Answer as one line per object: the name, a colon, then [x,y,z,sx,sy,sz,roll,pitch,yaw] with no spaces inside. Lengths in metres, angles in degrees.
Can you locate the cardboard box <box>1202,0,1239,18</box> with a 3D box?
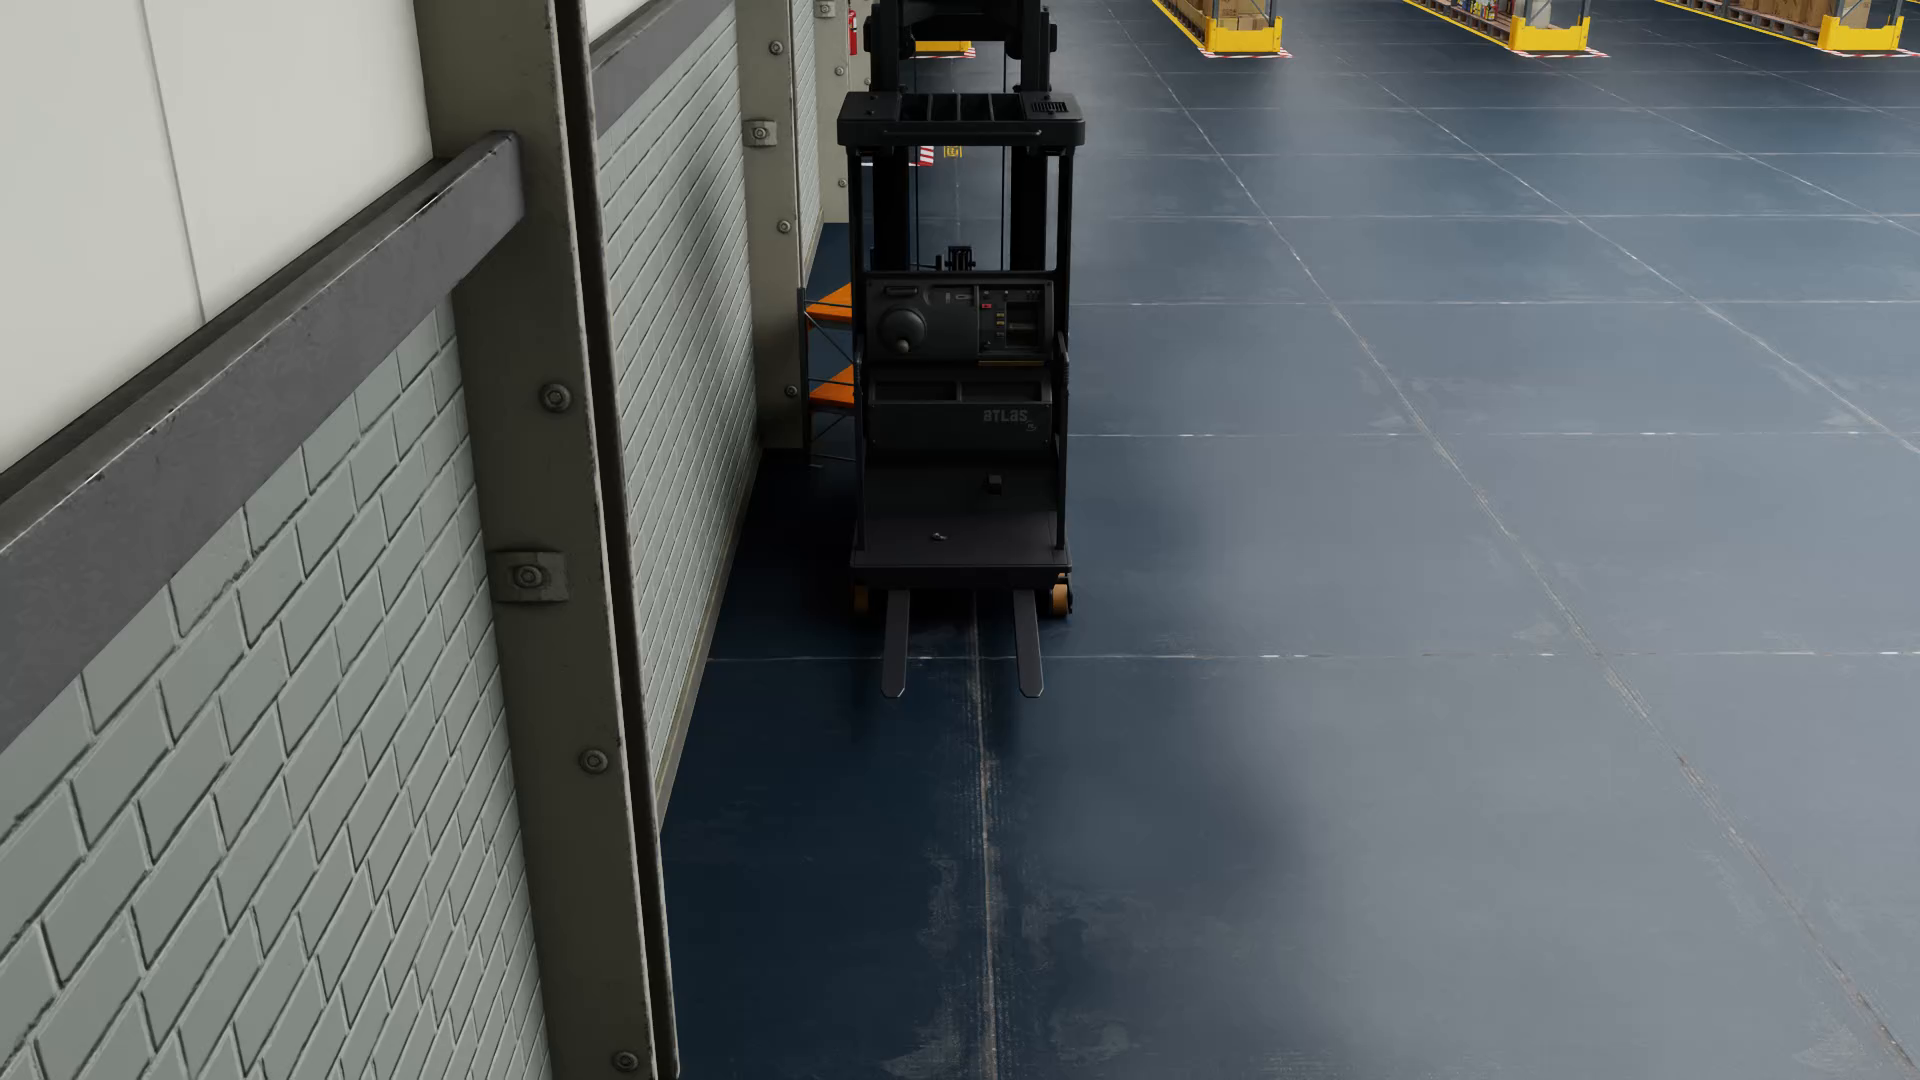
cardboard box: [4.194,-8.688,26.737,0.500,0.500,0.500,0,24,-1]

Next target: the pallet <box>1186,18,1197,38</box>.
pallet: [4.437,-8.734,28.306,1.003,0.211,1.213,0,24,-1]

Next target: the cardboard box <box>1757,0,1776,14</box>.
cardboard box: [14.338,-9.531,29.207,0.500,0.500,0.500,8,25,16]

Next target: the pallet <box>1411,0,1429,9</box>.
pallet: [9.343,-10.414,32.020,1.003,0.211,1.213,0,24,-1]

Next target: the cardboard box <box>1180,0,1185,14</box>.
cardboard box: [4.156,-9.377,29.169,0.500,0.250,0.500,0,24,-1]

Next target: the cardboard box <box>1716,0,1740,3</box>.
cardboard box: [14.374,-10.194,30.650,0.700,0.500,0.500,-2,24,-5]

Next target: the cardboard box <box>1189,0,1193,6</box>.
cardboard box: [4.164,-9.306,28.104,0.500,0.500,0.500,0,24,-1]

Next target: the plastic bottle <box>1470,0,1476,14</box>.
plastic bottle: [8.963,-9.340,29.023,0.061,0.283,0.133,1,24,2]

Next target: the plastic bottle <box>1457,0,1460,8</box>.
plastic bottle: [8.972,-9.681,29.793,0.097,0.271,0.097,0,24,0]

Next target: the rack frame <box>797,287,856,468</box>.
rack frame: [-0.727,-0.937,9.958,0.500,1.125,0.032,10,26,20]

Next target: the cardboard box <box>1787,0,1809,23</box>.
cardboard box: [14.384,-9.045,28.134,0.500,0.500,0.500,2,24,4]

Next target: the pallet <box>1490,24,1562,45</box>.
pallet: [9.399,-8.305,27.356,1.003,0.211,1.213,0,24,-1]

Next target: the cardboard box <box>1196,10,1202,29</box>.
cardboard box: [4.178,-8.553,27.347,0.500,0.250,0.500,0,24,-1]

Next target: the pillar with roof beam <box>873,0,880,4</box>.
pillar with roof beam: [2.976,-12.202,25.309,9.100,9.000,0.400,0,24,-1]

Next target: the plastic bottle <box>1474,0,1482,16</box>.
plastic bottle: [9.007,-9.264,28.773,0.144,0.351,0.185,0,24,-1]

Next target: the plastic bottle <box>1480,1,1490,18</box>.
plastic bottle: [9.015,-9.085,28.468,0.152,0.276,0.135,-1,24,-2]

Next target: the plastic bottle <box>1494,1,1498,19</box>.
plastic bottle: [9.123,-9.031,28.341,0.061,0.283,0.133,0,24,-1]

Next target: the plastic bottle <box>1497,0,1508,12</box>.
plastic bottle: [9.556,-9.463,29.304,0.152,0.276,0.135,0,24,-1]

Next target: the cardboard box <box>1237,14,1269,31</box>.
cardboard box: [4.714,-8.349,26.897,0.500,0.250,0.500,0,24,-1]

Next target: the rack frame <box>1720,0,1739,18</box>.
rack frame: [14.359,-10.880,29.666,1.000,3.000,0.127,0,24,-1]

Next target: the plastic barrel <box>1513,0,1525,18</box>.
plastic barrel: [9.361,-8.744,27.454,0.421,0.512,0.421,0,24,0]

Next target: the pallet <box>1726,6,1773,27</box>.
pallet: [14.402,-9.333,29.629,1.003,0.211,1.213,0,24,-1]

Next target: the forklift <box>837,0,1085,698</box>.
forklift: [0.003,-1.076,8.072,1.130,2.935,3.031,0,24,0]

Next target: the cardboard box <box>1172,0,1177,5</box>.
cardboard box: [4.159,-9.945,30.425,0.500,0.250,0.500,0,24,-1]

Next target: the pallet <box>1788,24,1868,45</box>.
pallet: [14.429,-8.327,27.406,1.003,0.211,1.213,0,24,-1]

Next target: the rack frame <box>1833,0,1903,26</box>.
rack frame: [14.403,-9.231,26.021,1.000,3.000,0.127,0,24,-1]

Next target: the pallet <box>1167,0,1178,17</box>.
pallet: [4.407,-9.870,30.816,1.003,0.211,1.213,0,24,-1]

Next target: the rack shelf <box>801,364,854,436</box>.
rack shelf: [-0.533,-0.908,10.487,0.538,0.278,1.000,10,26,20]

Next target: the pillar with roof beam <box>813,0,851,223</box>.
pillar with roof beam: [3.107,-7.257,14.376,9.100,9.000,0.400,0,24,-1]

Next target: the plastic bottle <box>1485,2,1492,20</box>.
plastic bottle: [8.972,-8.975,28.216,0.061,0.283,0.133,0,24,1]

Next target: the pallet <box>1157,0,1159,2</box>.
pallet: [4.380,-10.875,33.039,1.003,0.211,1.213,0,24,-1]

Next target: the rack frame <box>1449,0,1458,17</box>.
rack frame: [9.407,-10.857,29.616,1.000,3.000,0.127,0,24,-1]

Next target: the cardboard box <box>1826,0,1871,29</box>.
cardboard box: [14.413,-8.541,27.019,0.500,0.500,0.500,4,25,9]

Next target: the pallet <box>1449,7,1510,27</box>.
pallet: [9.372,-9.310,29.579,1.003,0.211,1.213,0,24,-1]

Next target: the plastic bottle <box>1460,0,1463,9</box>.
plastic bottle: [8.974,-9.566,29.622,0.097,0.201,0.097,0,24,0]

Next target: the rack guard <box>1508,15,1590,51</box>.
rack guard: [9.402,-8.101,26.556,1.175,0.500,0.348,0,24,-1]

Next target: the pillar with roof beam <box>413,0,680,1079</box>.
pillar with roof beam: [3.238,-2.312,3.443,9.100,9.000,0.400,0,24,-1]

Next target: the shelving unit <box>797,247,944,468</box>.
shelving unit: [-0.533,-1.131,10.386,0.538,1.125,1.048,10,26,20]

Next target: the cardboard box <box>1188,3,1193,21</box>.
cardboard box: [4.168,-8.965,28.258,0.500,0.250,0.500,0,24,-1]

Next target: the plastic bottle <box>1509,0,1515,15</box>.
plastic bottle: [9.599,-9.276,28.883,0.061,0.283,0.133,0,24,-1]

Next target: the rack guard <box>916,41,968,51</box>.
rack guard: [-0.457,-8.057,26.458,1.175,0.500,0.348,0,24,-1]

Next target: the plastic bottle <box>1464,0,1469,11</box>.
plastic bottle: [9.001,-9.516,29.332,0.144,0.351,0.185,0,24,1]

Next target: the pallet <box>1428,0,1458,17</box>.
pallet: [9.359,-9.910,30.906,1.003,0.211,1.213,0,24,-1]
